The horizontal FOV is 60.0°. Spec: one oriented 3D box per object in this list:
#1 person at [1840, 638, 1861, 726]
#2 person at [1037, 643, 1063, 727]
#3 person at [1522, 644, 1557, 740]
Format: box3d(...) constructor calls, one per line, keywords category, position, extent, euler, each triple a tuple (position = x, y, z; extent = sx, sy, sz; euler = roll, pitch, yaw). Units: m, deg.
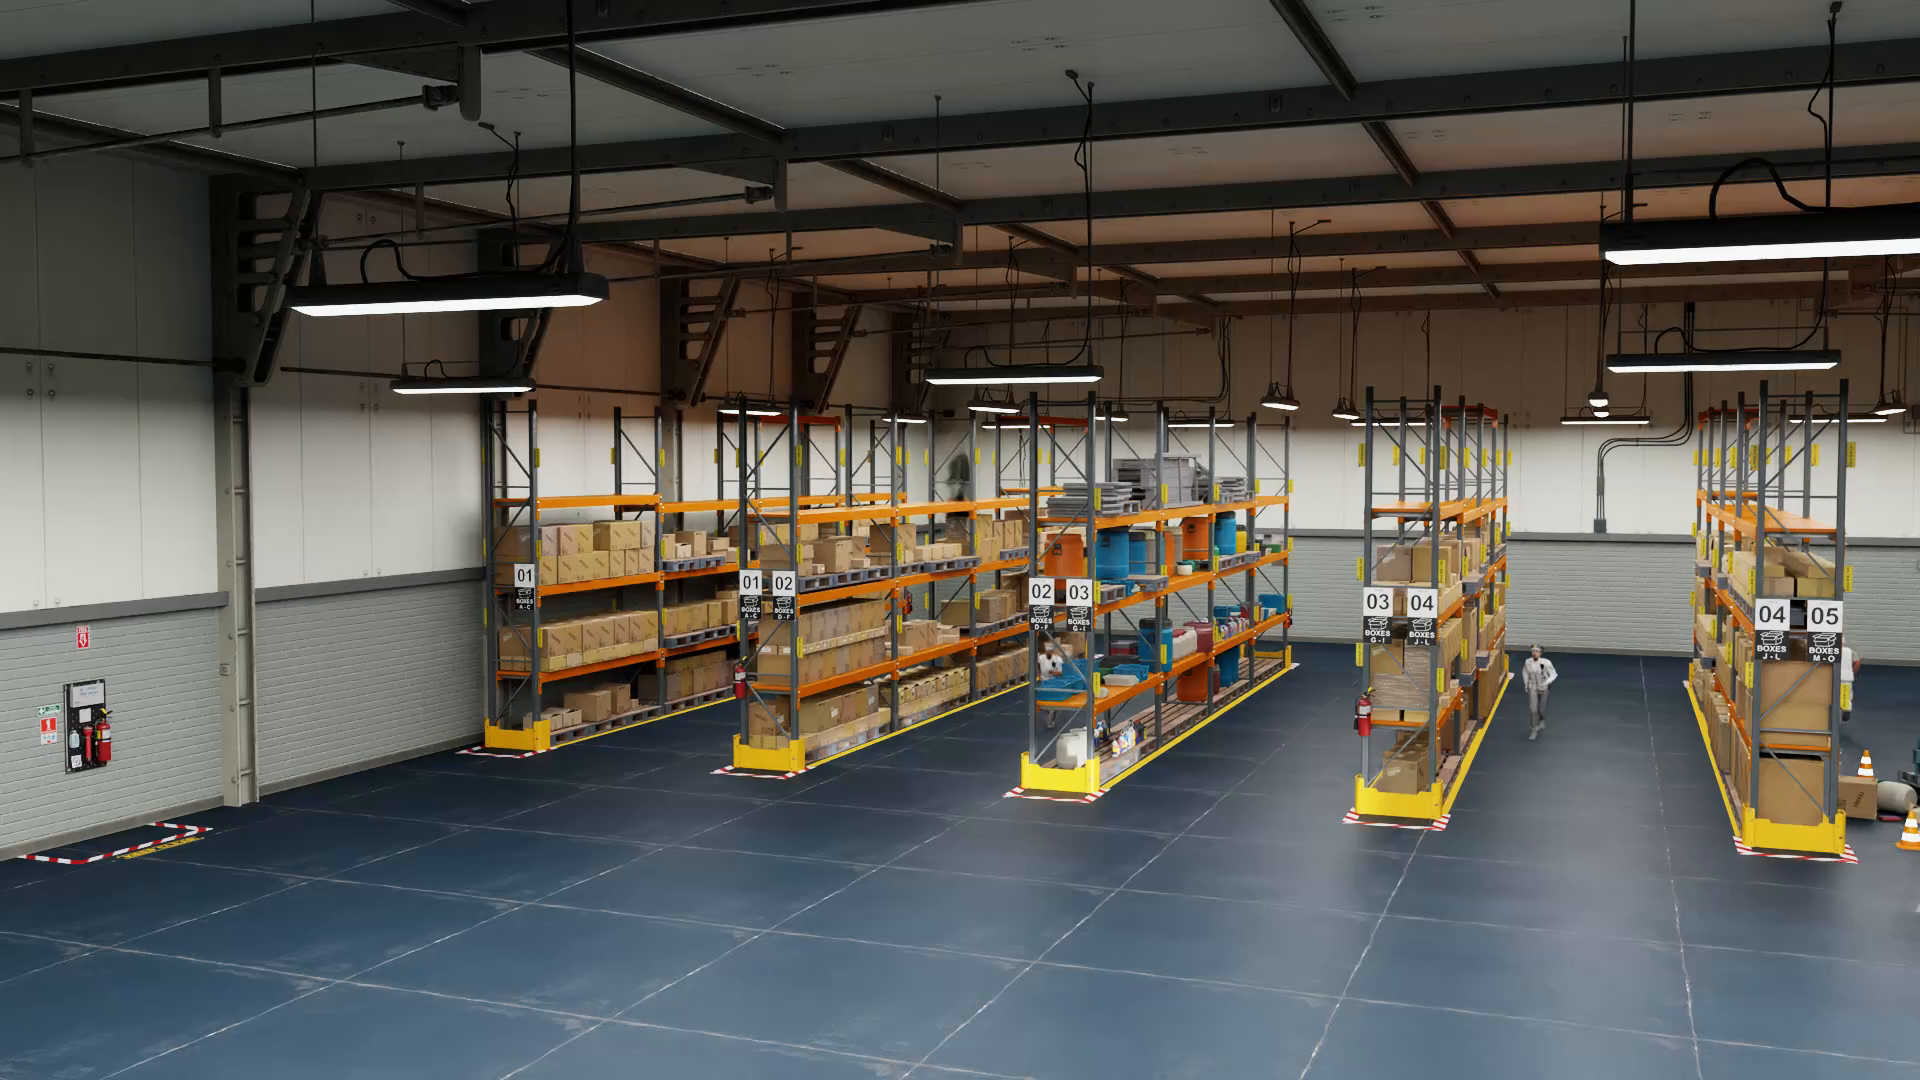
box3d(category="person", position=(16.234, 2.635, 30.638), extent=(0.660, 1.770, 0.992), euler=(1, 3, 17))
box3d(category="person", position=(1.650, 2.675, 30.654), extent=(0.561, 1.608, 0.799), euler=(0, 3, 9))
box3d(category="person", position=(10.397, 2.707, 29.831), extent=(0.614, 1.736, 0.758), euler=(2, 3, 29))
